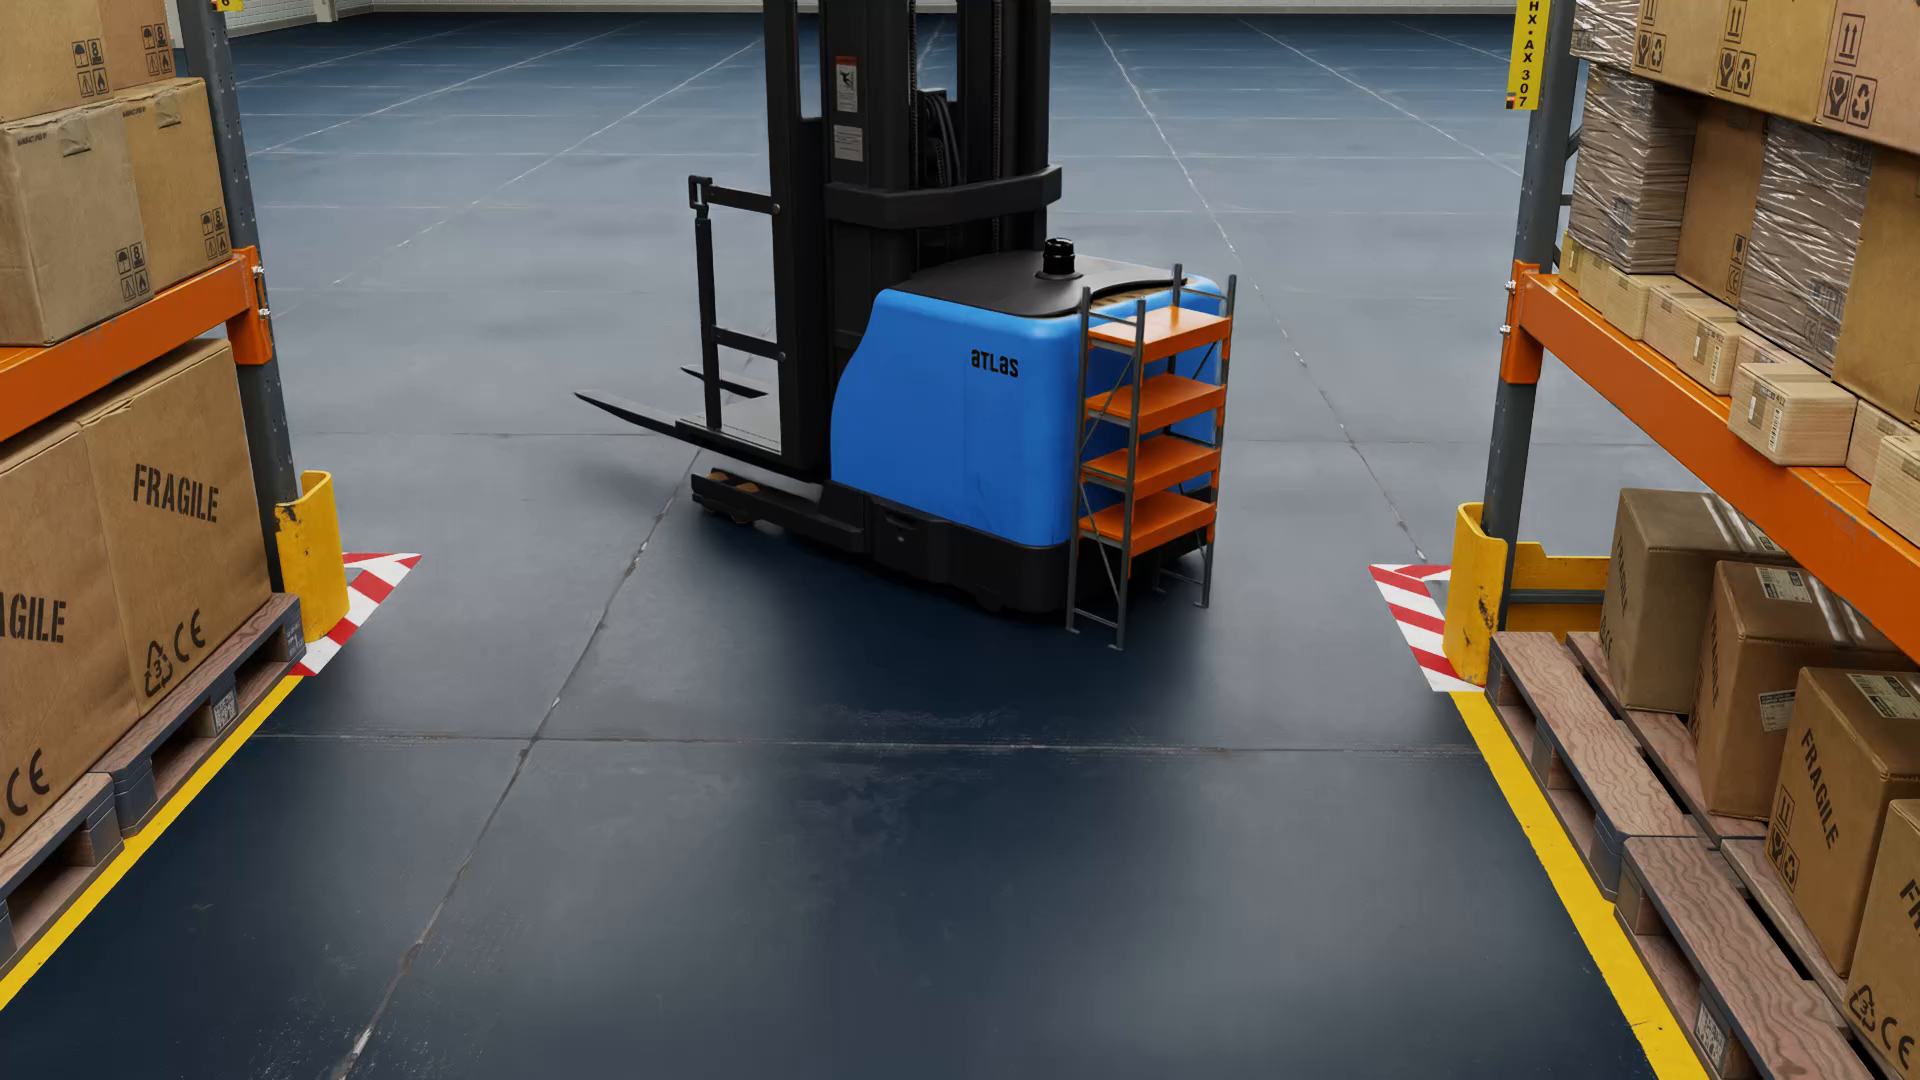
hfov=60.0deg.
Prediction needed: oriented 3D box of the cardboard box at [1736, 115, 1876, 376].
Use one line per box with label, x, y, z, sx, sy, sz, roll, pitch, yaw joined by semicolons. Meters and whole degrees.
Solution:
cardboard box;2.207;-0.640;3.481;0.875;0.500;0.500;1;21;2

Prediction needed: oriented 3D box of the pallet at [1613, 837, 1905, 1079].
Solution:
pallet;2.102;1.046;3.543;1.003;0.211;1.213;1;21;2

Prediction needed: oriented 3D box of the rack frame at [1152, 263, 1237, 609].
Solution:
rack frame;0.802;-0.344;5.746;0.240;1.200;0.015;21;29;39

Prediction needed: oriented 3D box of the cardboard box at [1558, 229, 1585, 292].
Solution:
cardboard box;1.958;-0.798;4.786;0.380;0.149;0.250;1;21;2

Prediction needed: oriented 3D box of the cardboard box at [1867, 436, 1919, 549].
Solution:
cardboard box;1.856;-0.075;2.923;0.380;0.149;0.250;1;21;2

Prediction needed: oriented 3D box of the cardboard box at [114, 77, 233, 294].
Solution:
cardboard box;-2.716;-1.042;4.860;0.875;0.550;0.550;1;21;2

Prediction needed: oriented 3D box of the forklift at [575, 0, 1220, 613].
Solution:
forklift;-0.457;-1.549;6.468;3.031;2.935;1.130;19;28;40

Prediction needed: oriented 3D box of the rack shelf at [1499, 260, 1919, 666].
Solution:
rack shelf;2.144;0.043;3.265;1.077;0.370;4.000;1;21;2

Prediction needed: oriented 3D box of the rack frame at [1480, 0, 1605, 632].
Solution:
rack frame;2.205;-1.015;4.999;1.000;3.000;0.127;1;21;2

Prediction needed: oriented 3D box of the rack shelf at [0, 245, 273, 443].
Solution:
rack shelf;-2.811;-0.048;3.500;1.077;0.370;4.000;1;21;2

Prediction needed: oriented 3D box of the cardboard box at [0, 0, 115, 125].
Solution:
cardboard box;-2.724;-1.346;4.151;0.875;0.550;0.550;1;21;2

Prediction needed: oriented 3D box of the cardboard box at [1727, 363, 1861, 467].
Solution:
cardboard box;1.815;-0.256;3.390;0.380;0.149;0.250;1;21;2

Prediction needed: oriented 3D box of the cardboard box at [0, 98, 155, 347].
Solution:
cardboard box;-2.711;-0.843;4.346;0.875;0.550;0.550;1;21;2

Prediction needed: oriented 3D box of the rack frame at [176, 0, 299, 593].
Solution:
rack frame;-2.750;-1.106;5.234;1.000;3.000;0.127;1;21;2

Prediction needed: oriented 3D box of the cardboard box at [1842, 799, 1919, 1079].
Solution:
cardboard box;2.085;0.824;3.134;0.500;0.500;0.500;-1;21;-3

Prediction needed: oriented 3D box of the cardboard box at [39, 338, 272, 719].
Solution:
cardboard box;-2.704;-0.066;4.908;0.875;0.875;0.875;1;21;2

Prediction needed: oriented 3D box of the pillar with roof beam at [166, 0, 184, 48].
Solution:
pillar with roof beam;-8.551;-12.363;25.951;9.100;9.000;0.400;1;21;2

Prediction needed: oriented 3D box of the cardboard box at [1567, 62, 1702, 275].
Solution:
cardboard box;2.161;-1.002;4.415;0.875;0.500;0.500;1;21;2

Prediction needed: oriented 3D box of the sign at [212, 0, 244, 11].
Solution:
sign;-2.208;-1.746;4.953;0.100;0.325;0.005;1;21;2

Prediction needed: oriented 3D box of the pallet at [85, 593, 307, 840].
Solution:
pallet;-2.696;0.484;4.991;1.003;0.211;1.213;1;21;2

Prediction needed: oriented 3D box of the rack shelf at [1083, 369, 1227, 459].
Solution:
rack shelf;0.638;-0.424;5.520;0.258;0.148;0.480;21;29;39

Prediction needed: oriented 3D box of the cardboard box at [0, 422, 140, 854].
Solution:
cardboard box;-2.729;0.252;4.088;0.875;0.875;0.875;0;21;1

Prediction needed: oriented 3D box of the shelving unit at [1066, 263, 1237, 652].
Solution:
shelving unit;0.635;-0.279;5.580;0.258;1.200;0.503;21;29;39

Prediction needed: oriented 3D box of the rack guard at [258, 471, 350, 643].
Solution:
rack guard;-2.749;0.050;5.708;1.175;0.500;0.348;1;21;2

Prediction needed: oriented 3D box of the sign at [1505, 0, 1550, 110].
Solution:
sign;1.662;-1.425;4.858;0.100;0.325;0.005;1;21;2

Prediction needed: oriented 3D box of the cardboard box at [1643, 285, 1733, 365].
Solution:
cardboard box;1.922;-0.527;4.087;0.380;0.149;0.250;1;21;2

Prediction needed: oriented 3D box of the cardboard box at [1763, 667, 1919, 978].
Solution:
cardboard box;2.147;0.623;3.653;0.500;0.500;0.500;3;21;7

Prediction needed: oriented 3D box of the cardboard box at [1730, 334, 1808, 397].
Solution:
cardboard box;1.926;-0.346;3.621;0.380;0.149;0.250;1;21;2

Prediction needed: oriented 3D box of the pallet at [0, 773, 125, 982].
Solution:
pallet;-2.736;0.924;3.857;1.003;0.211;1.213;1;21;2

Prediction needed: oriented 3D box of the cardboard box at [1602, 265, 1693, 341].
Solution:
cardboard box;1.908;-0.617;4.321;0.380;0.149;0.250;1;21;2

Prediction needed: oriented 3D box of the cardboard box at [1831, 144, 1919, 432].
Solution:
cardboard box;2.180;-0.459;3.016;0.875;0.500;0.500;1;21;2

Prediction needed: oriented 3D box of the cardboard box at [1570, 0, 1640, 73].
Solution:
cardboard box;1.916;-1.471;4.241;0.500;0.500;0.500;1;21;2

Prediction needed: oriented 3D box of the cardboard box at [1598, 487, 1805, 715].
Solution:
cardboard box;2.169;0.180;4.794;0.500;0.500;0.500;5;22;12

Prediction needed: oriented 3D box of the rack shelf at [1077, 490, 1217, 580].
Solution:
rack shelf;0.629;-0.034;5.681;0.258;0.148;0.480;21;29;39

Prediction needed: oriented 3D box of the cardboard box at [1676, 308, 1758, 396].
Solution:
cardboard box;1.907;-0.436;3.854;0.380;0.149;0.250;1;21;2

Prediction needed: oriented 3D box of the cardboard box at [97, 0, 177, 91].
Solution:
cardboard box;-2.800;-1.546;4.667;0.875;0.550;0.550;1;21;2

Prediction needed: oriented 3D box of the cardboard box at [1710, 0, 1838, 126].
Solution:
cardboard box;1.880;-1.109;3.310;0.500;0.500;0.500;1;21;2

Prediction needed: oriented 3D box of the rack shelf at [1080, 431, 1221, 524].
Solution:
rack shelf;0.634;-0.217;5.605;0.258;0.148;0.480;21;29;39

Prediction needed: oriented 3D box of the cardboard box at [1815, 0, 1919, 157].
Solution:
cardboard box;1.870;-0.928;2.844;0.500;0.500;0.500;1;21;2

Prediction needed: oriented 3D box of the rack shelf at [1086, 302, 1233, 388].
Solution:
rack shelf;0.643;-0.643;5.430;0.258;0.148;0.480;21;29;39

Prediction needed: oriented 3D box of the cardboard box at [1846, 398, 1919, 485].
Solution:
cardboard box;1.940;-0.165;3.154;0.380;0.149;0.250;1;21;2

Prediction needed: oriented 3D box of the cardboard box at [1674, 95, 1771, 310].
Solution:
cardboard box;2.265;-0.820;3.946;0.875;0.500;0.500;1;21;2

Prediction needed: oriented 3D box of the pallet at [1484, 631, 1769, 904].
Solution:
pallet;2.142;0.606;4.676;1.003;0.211;1.213;1;21;2

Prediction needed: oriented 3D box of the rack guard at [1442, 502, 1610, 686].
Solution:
rack guard;2.202;0.178;5.380;1.175;0.500;0.348;1;21;2

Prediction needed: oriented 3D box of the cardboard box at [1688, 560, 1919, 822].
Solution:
cardboard box;2.185;0.396;4.236;0.500;0.500;0.500;6;22;16

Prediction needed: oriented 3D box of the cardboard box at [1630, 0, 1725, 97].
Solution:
cardboard box;1.893;-1.290;3.776;0.500;0.500;0.500;1;21;2

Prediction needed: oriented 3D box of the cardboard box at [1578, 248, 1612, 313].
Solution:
cardboard box;1.931;-0.708;4.553;0.380;0.149;0.250;1;21;2

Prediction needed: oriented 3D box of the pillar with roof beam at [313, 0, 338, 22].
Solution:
pillar with roof beam;-8.369;-14.532;31.542;9.100;9.000;0.400;1;21;2

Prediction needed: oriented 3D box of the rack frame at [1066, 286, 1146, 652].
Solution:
rack frame;0.468;-0.215;5.414;0.240;1.200;0.015;21;29;39
